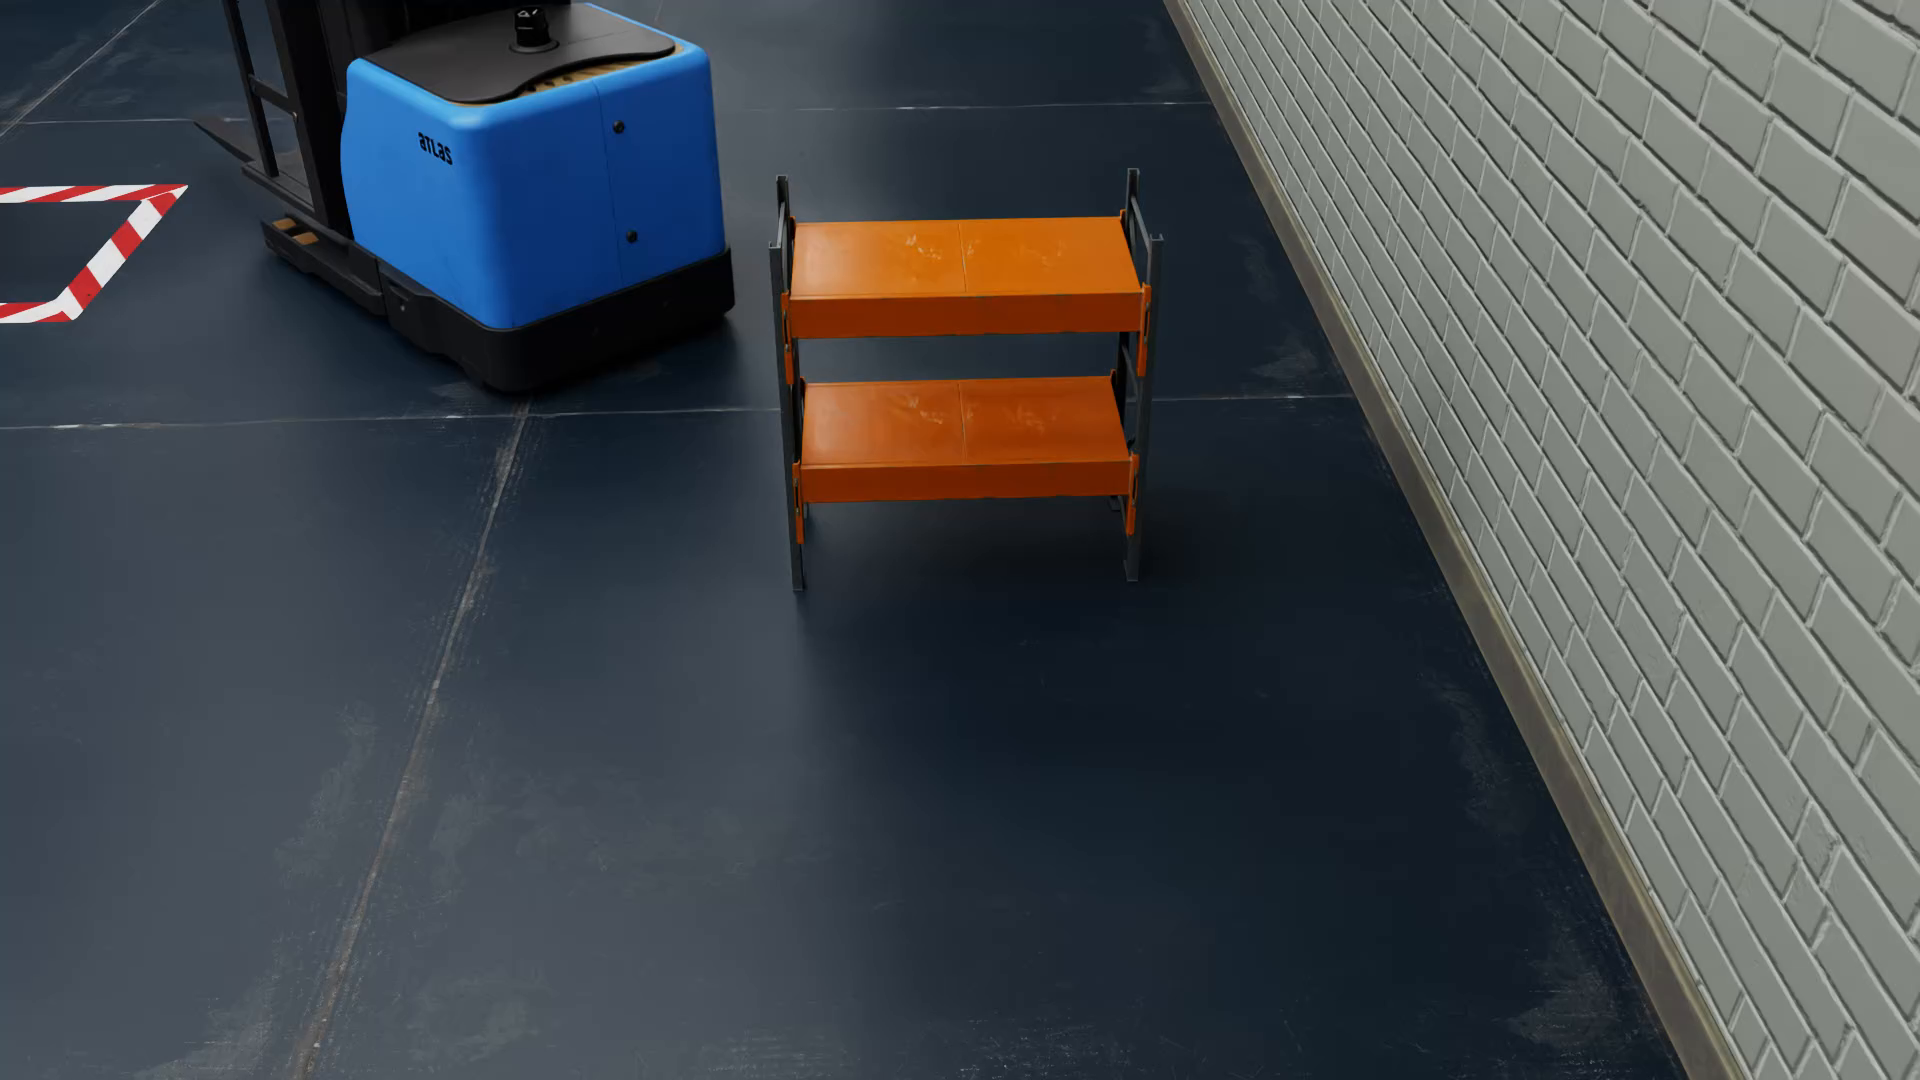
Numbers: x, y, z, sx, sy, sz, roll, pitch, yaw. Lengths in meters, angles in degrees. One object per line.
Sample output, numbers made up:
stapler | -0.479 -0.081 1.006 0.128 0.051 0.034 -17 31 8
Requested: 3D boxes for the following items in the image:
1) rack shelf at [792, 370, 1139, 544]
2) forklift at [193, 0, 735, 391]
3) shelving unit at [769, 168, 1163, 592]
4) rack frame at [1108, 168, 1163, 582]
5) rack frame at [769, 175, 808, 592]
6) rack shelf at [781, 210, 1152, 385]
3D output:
rack shelf | 0.007 -0.262 5.069 1.000 0.278 0.538 -2 35 -2
forklift | -2.253 -2.476 6.252 1.130 2.935 3.031 -28 44 -35
shelving unit | 0.007 -0.463 4.930 1.048 1.125 0.538 -2 35 -2
rack frame | 0.515 -0.476 4.950 0.032 1.125 0.500 -2 35 -2
rack frame | -0.501 -0.449 4.910 0.032 1.125 0.500 -2 35 -2
rack shelf | 0.007 -0.703 4.764 1.000 0.278 0.538 -2 35 -2
